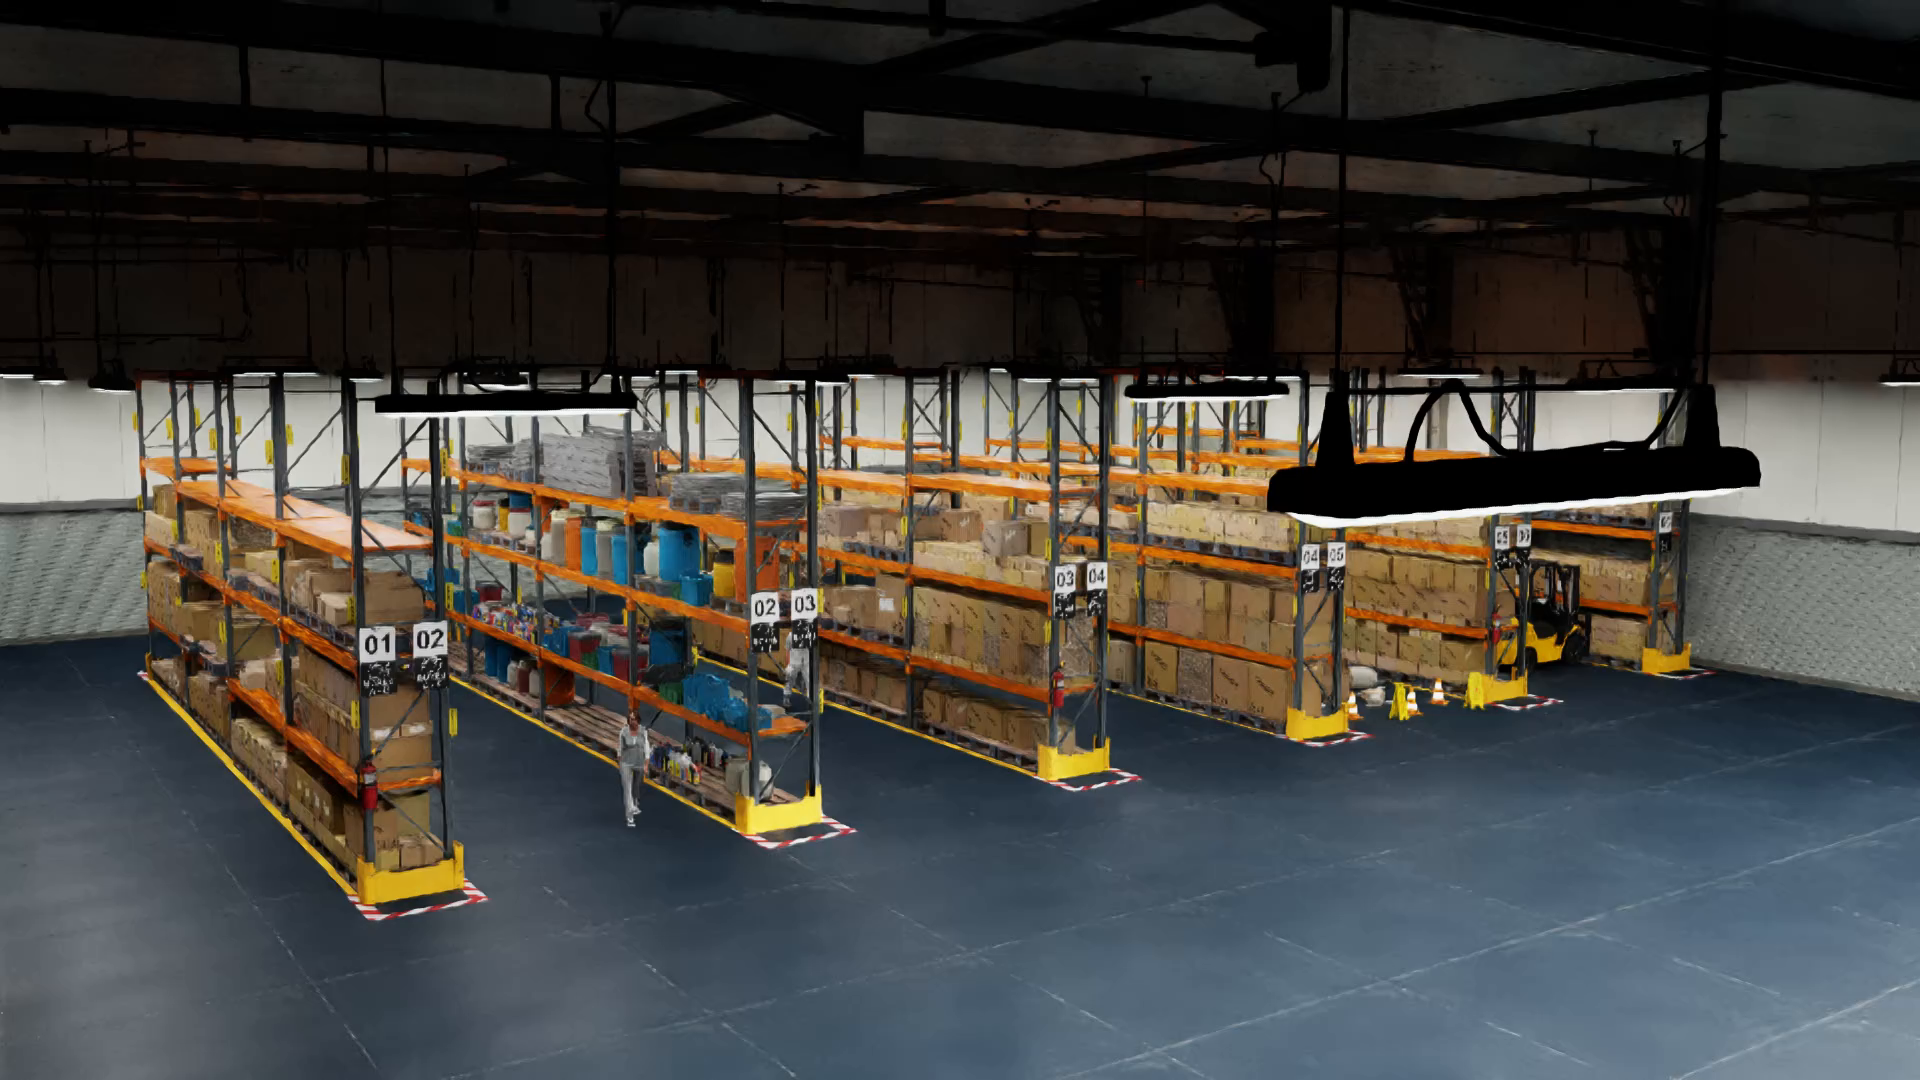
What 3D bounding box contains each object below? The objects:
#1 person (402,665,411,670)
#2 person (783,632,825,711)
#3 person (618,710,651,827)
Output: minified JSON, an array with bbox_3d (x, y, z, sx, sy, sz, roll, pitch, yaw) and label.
[{"bbox_3d":[-9.226,2.406,27.221,0.583,1.686,1.111,-5,8,-35],"label":"person"},{"bbox_3d":[-2.808,2.195,29.242,0.553,1.661,1.123,-4,8,-31],"label":"person"},{"bbox_3d":[-4.397,3.029,22.405,0.393,1.529,0.957,-3,7,-23],"label":"person"}]
